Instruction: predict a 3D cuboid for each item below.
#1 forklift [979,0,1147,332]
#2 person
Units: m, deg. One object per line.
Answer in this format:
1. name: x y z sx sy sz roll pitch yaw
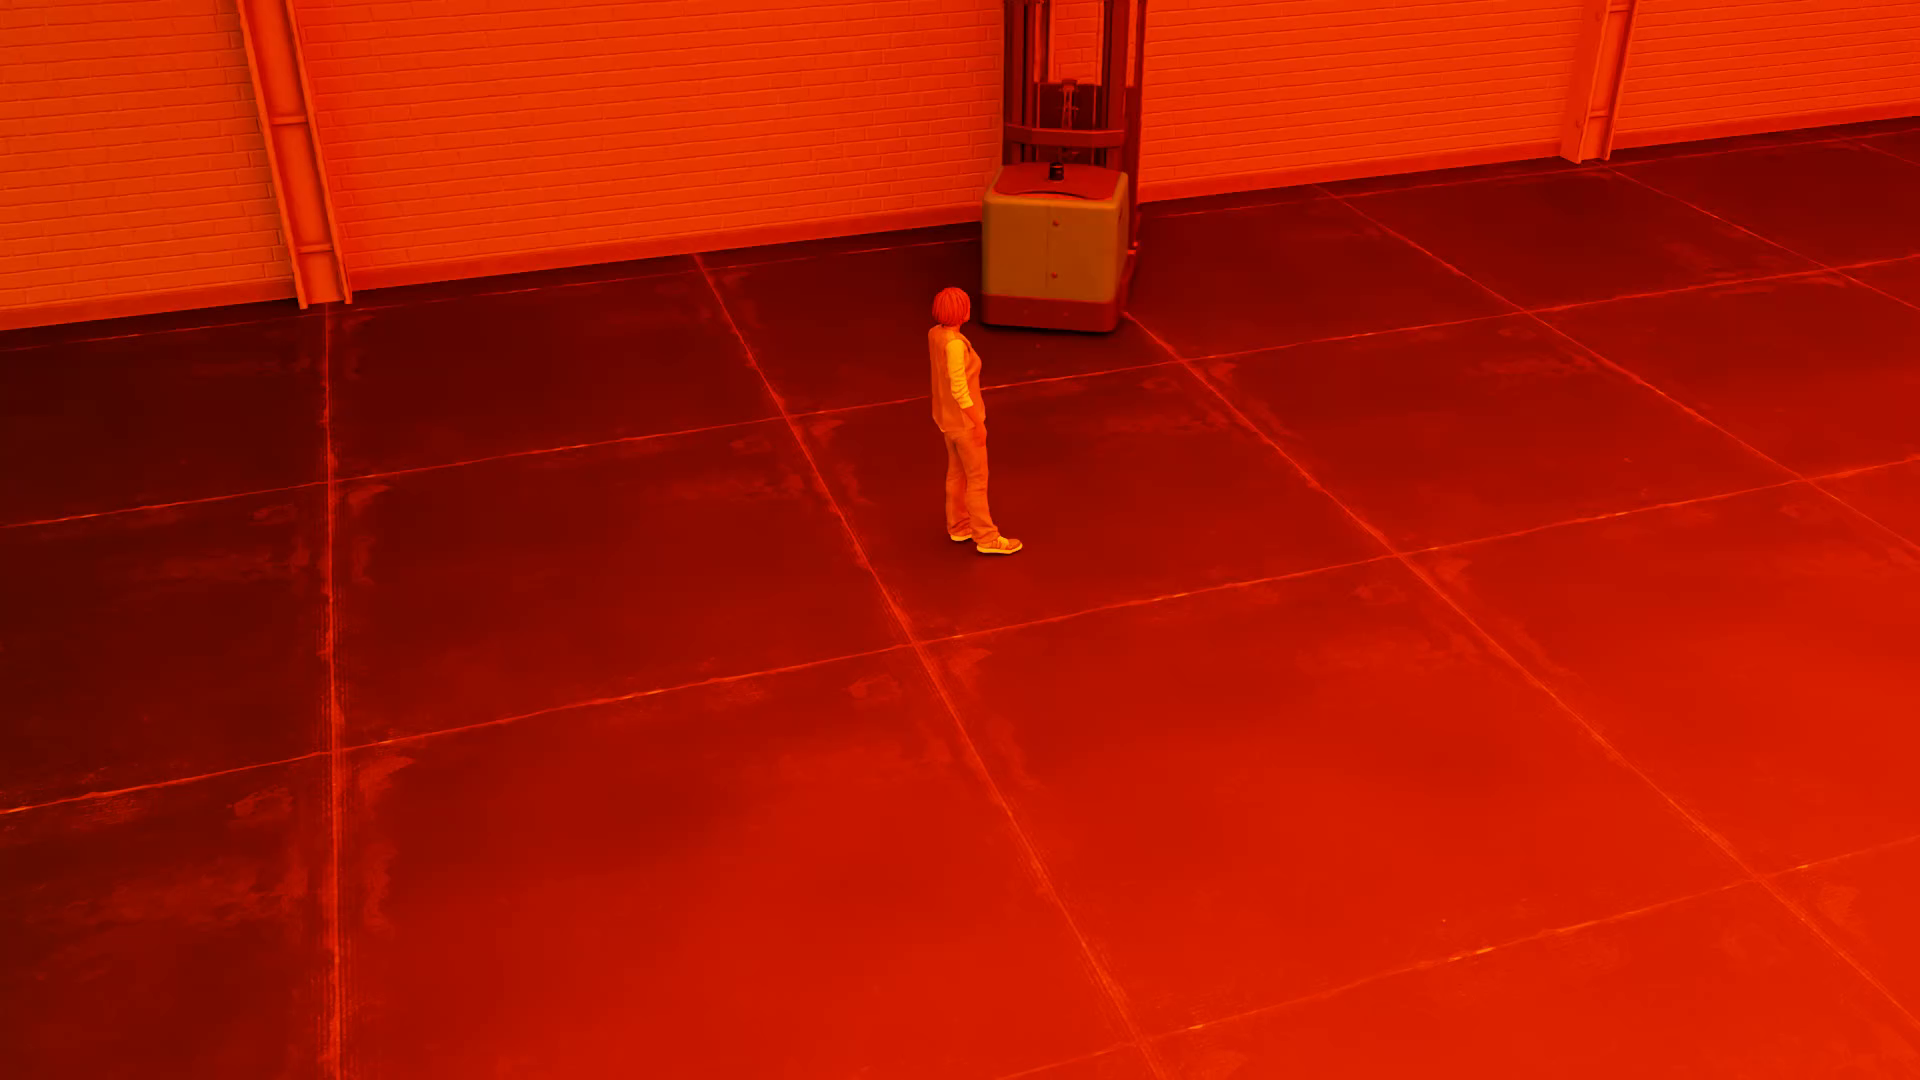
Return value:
1. forklift: 0.927 -3.566 13.284 1.130 2.935 3.031 5 30 9
2. person: 0.075 -0.704 9.633 0.473 1.599 0.520 -10 31 -16
